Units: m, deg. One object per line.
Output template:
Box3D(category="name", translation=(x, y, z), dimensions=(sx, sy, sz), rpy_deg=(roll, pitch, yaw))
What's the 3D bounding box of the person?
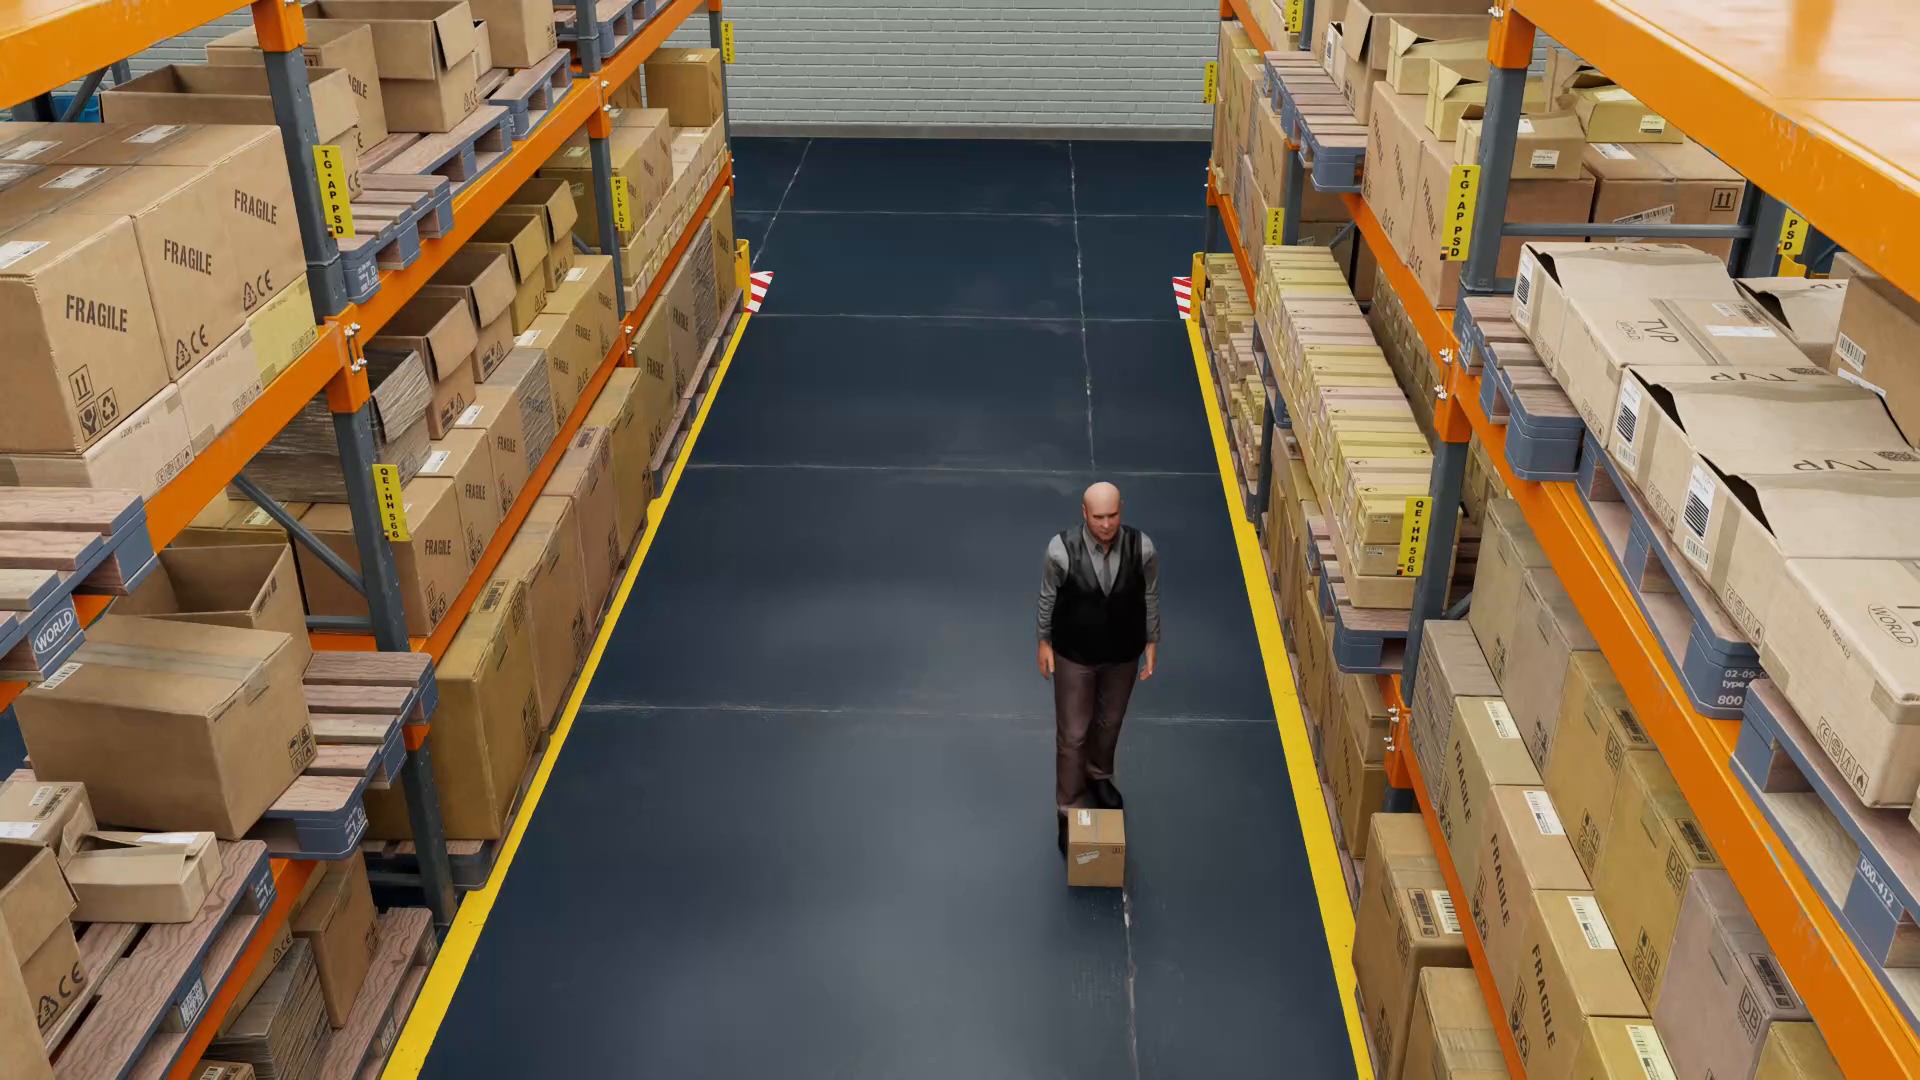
Box3D(category="person", translation=(0.658, 0.561, 7.565), dimensions=(0.563, 1.718, 0.626), rpy_deg=(-4, 28, -8))
